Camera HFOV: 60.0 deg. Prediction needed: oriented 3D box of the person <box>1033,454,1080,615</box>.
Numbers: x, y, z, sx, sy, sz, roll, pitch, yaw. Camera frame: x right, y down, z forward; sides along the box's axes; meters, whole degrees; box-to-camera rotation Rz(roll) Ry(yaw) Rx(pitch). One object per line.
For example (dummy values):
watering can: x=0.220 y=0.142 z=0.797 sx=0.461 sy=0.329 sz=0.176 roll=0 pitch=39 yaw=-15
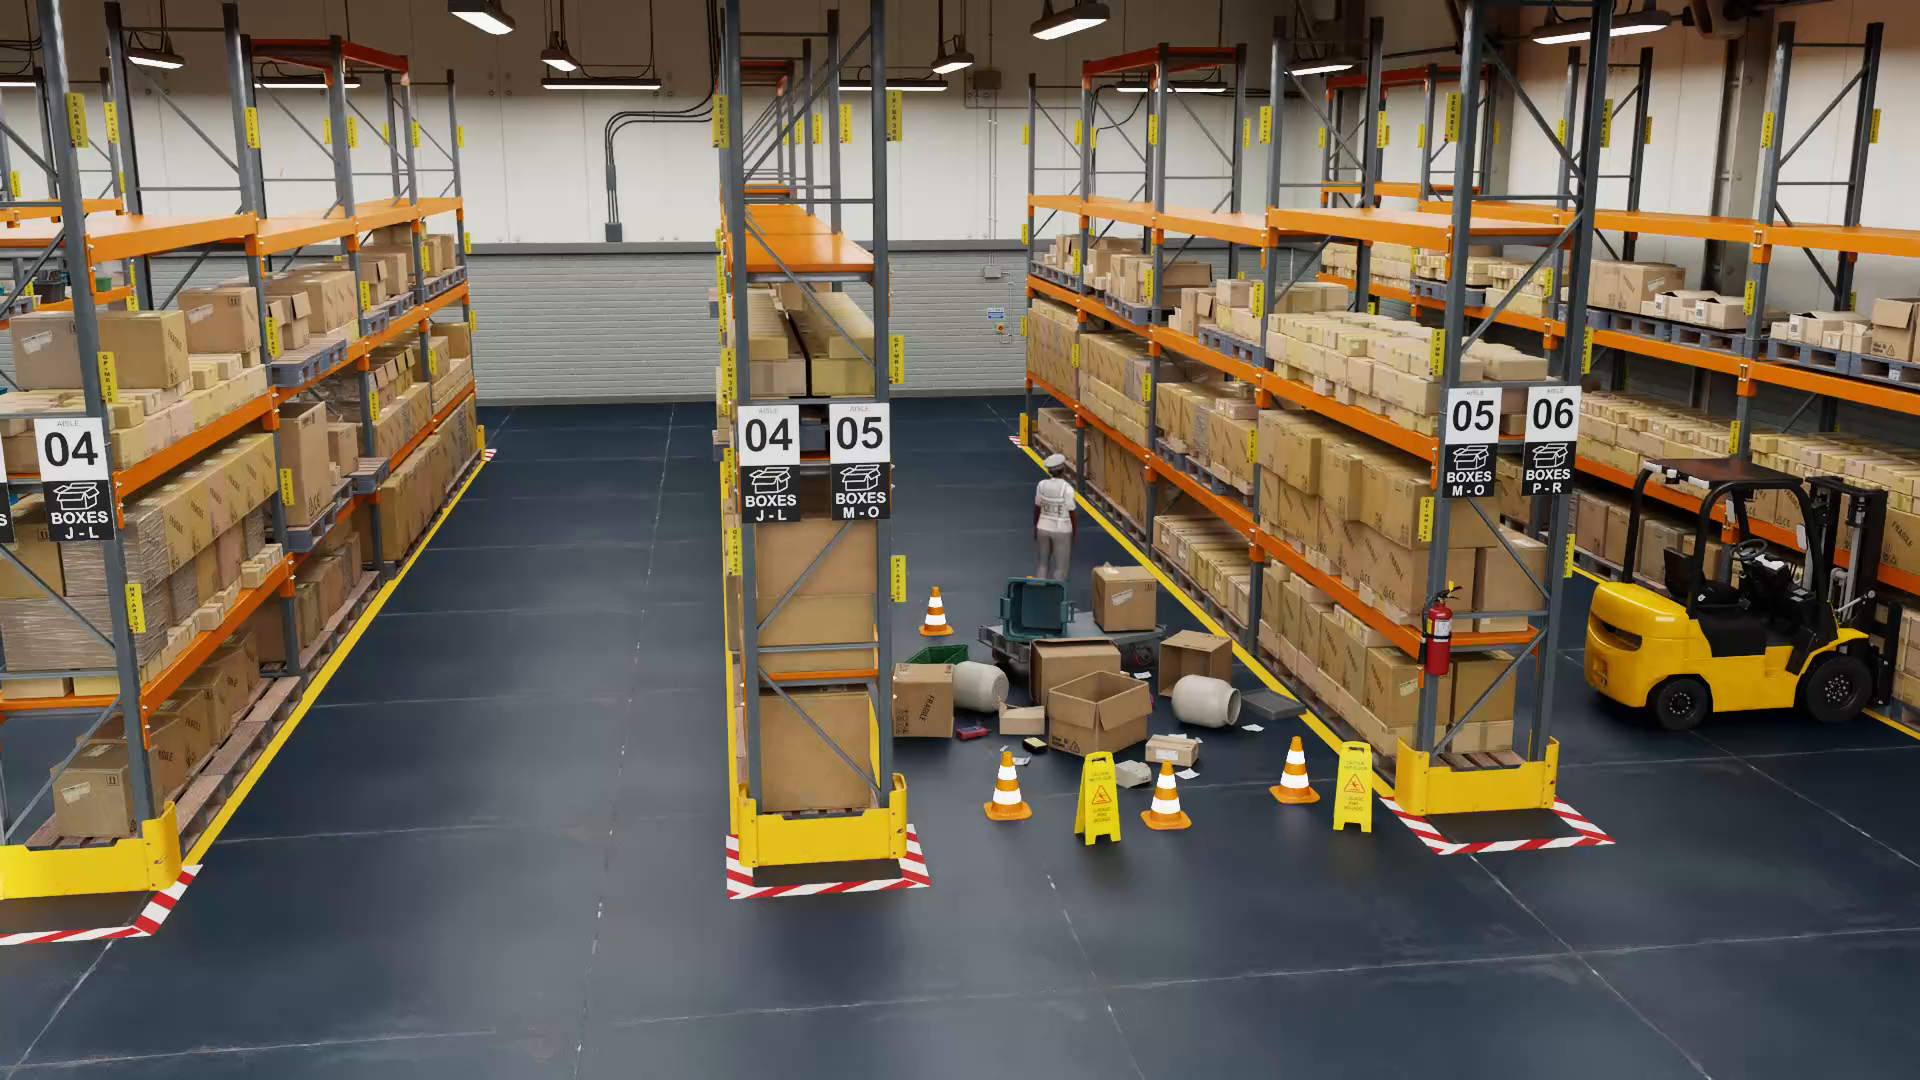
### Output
person: x=1.020 y=-0.066 z=17.633 sx=0.585 sy=1.685 sz=0.368 roll=8 pitch=15 yaw=31
